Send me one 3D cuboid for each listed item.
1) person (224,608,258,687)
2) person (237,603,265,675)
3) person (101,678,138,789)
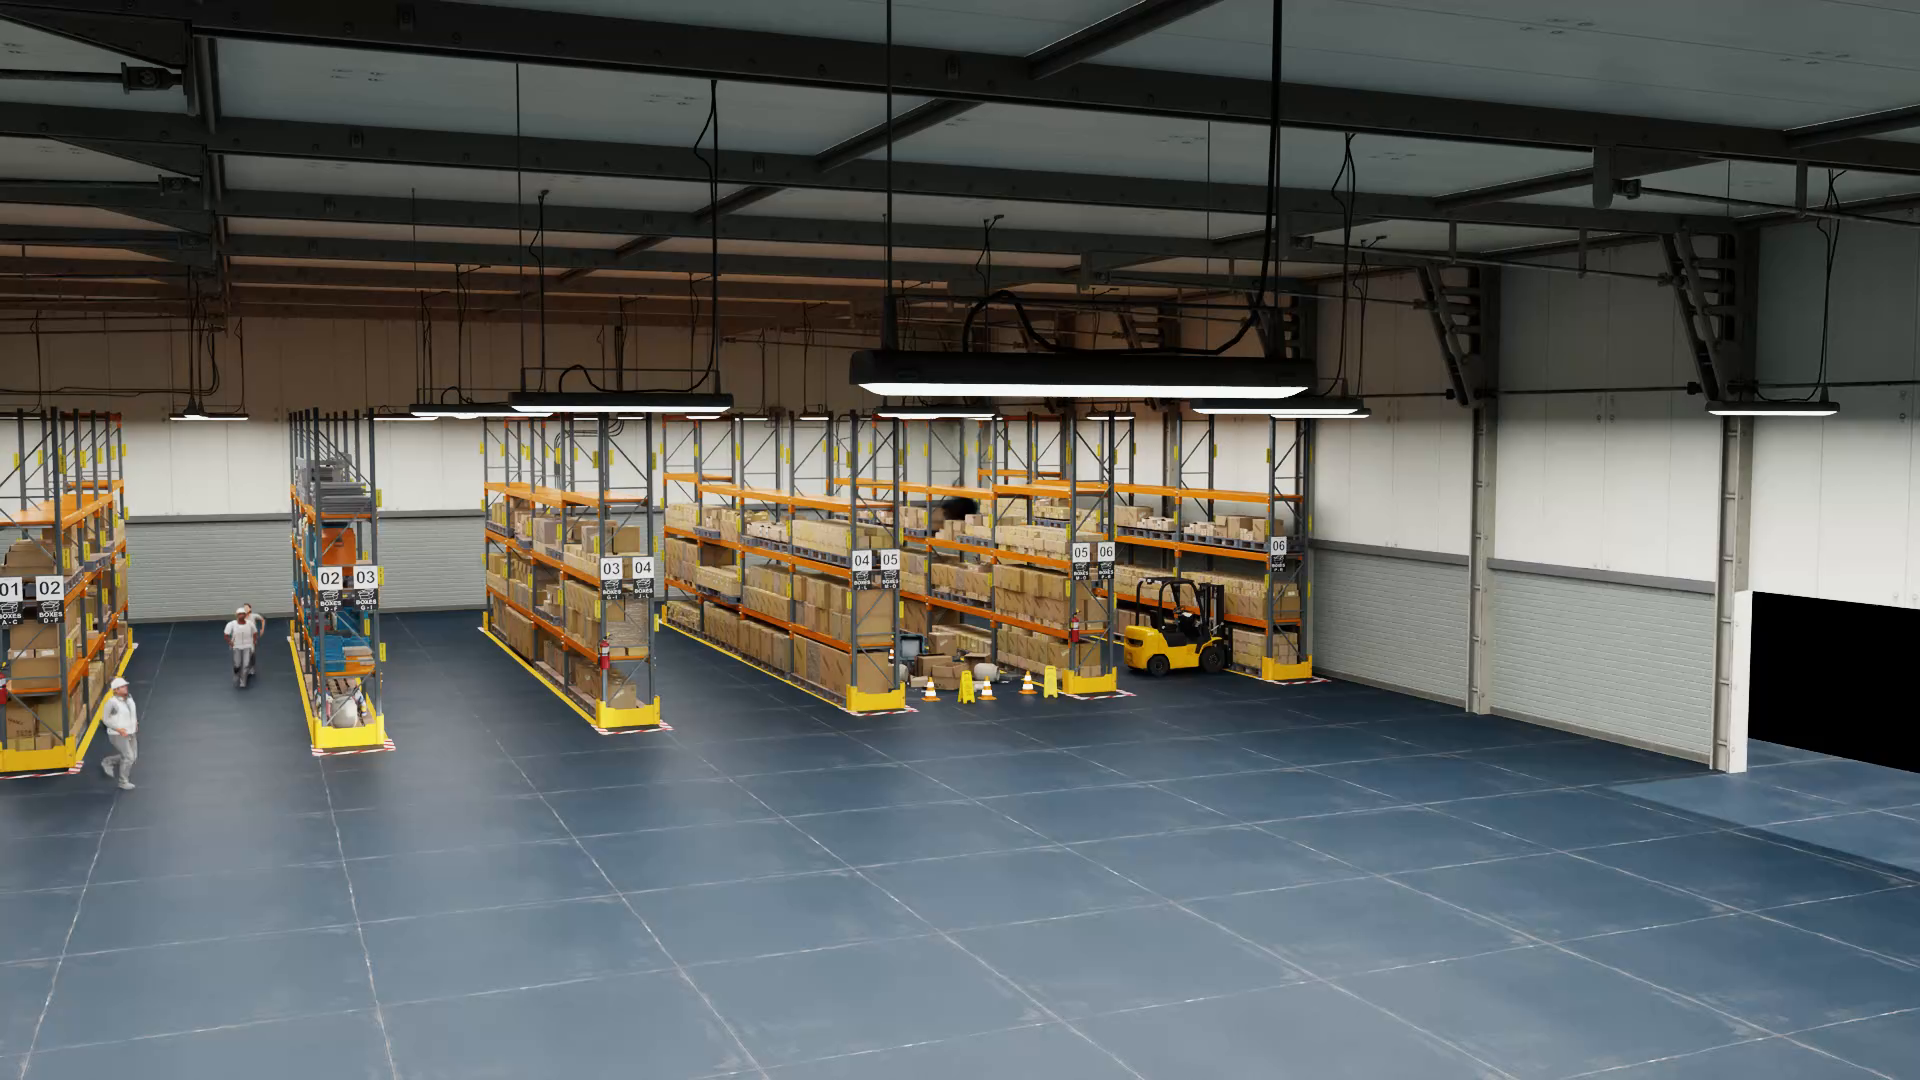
[{"bbox_3d":[-15.608,2.331,36.132,0.671,1.721,0.571,-2,5,-32],"label":"person"},{"bbox_3d":[-16.105,2.241,37.725,0.574,1.636,0.833,-1,4,-12],"label":"person"},{"bbox_3d":[-13.245,3.031,26.142,0.652,1.753,0.667,1,4,12],"label":"person"}]
